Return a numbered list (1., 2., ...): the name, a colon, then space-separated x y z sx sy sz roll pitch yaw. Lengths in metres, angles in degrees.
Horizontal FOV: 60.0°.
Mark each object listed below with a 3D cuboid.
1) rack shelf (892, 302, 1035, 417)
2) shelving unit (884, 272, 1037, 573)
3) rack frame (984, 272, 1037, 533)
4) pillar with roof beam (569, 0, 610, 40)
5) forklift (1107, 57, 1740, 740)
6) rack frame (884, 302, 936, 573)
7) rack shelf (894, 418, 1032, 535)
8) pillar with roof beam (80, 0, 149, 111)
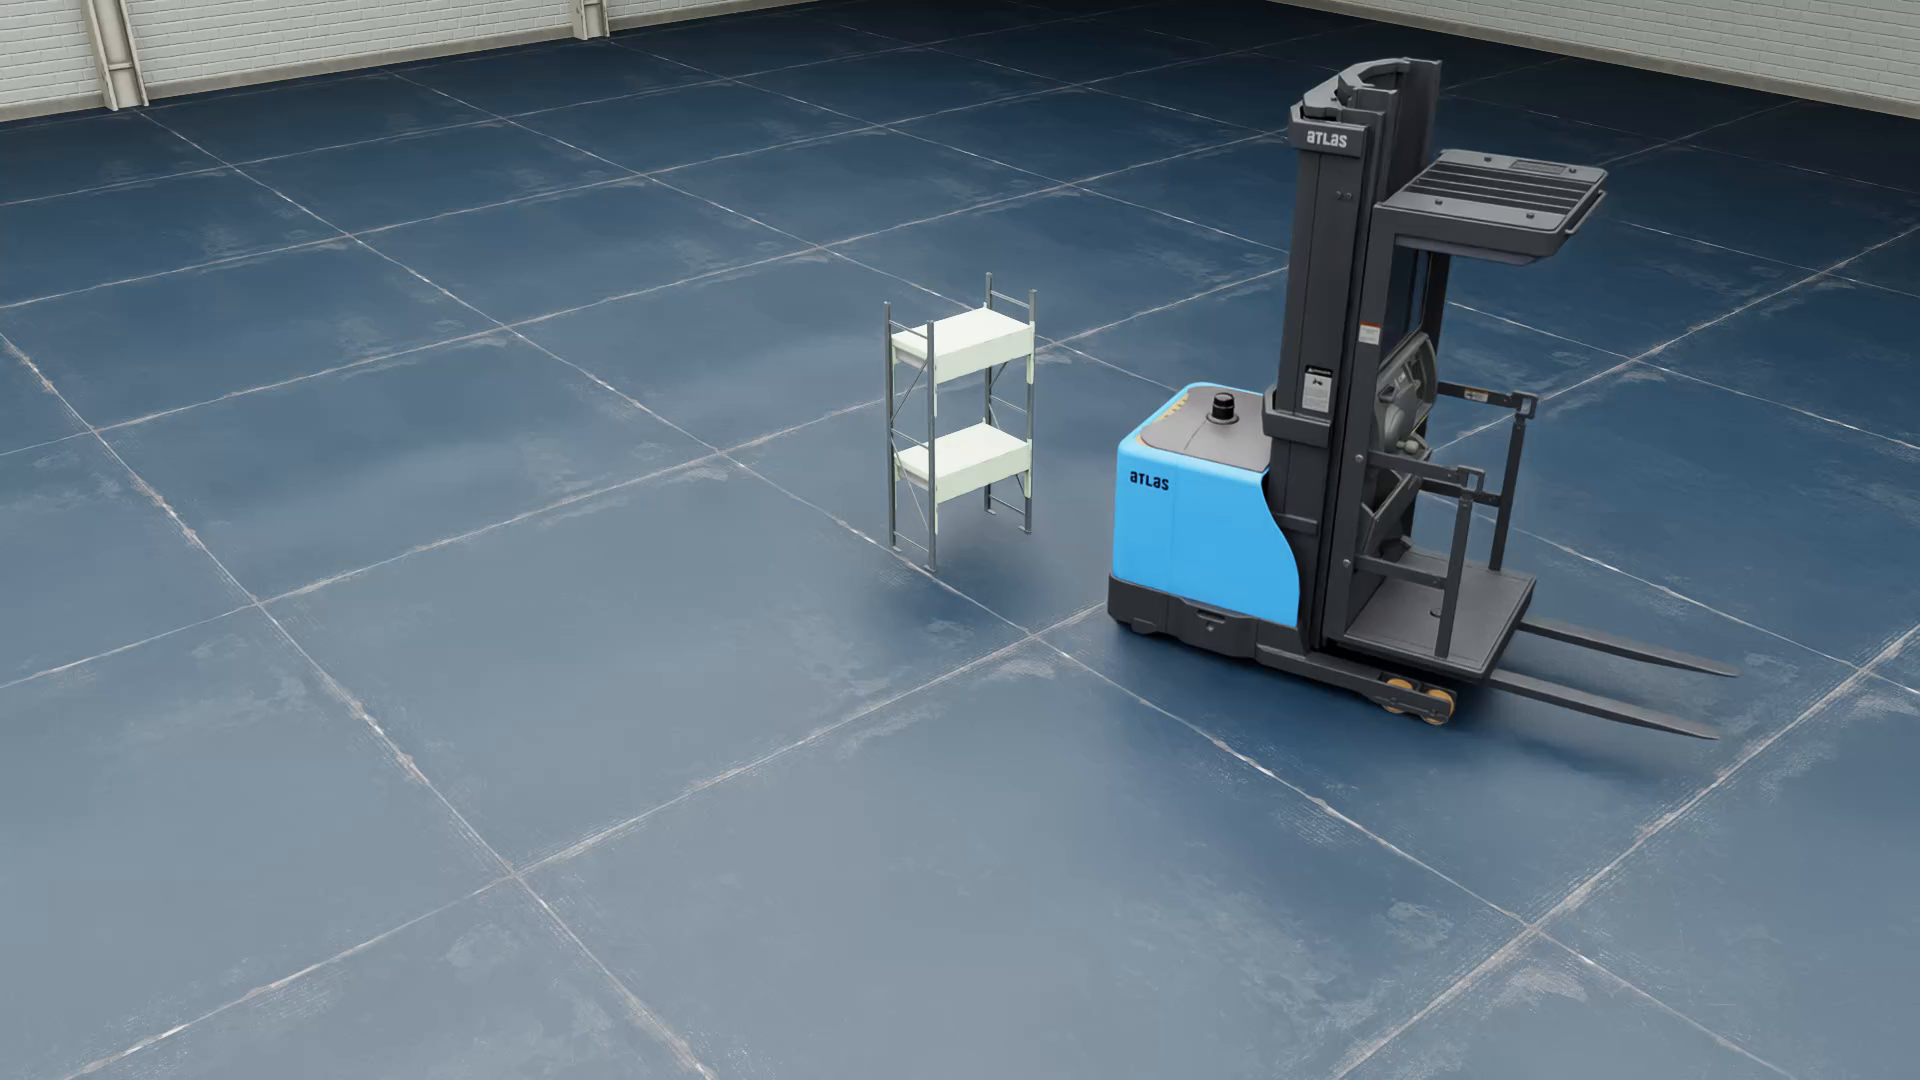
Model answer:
1. rack shelf: 0.005 -1.008 9.216 0.720 0.370 0.431 -22 35 -35
2. shelving unit: 0.005 -0.664 9.400 0.755 1.500 0.431 -22 35 -35
3. rack frame: 0.284 -0.775 9.610 0.023 1.500 0.400 -22 35 -35
4. pillar with roof beam: -2.196 -9.246 17.503 0.400 9.000 9.100 -22 35 -35
5. forklift: 2.320 -0.683 7.919 3.031 2.935 1.130 15 32 26
6. rack frame: -0.273 -0.552 9.191 0.023 1.500 0.400 -22 35 -35
7. rack shelf: 0.005 -0.376 9.554 0.720 0.370 0.431 -22 35 -35
8. pillar with roof beam: -6.760 -7.410 14.068 0.400 9.000 9.100 -22 35 -35
